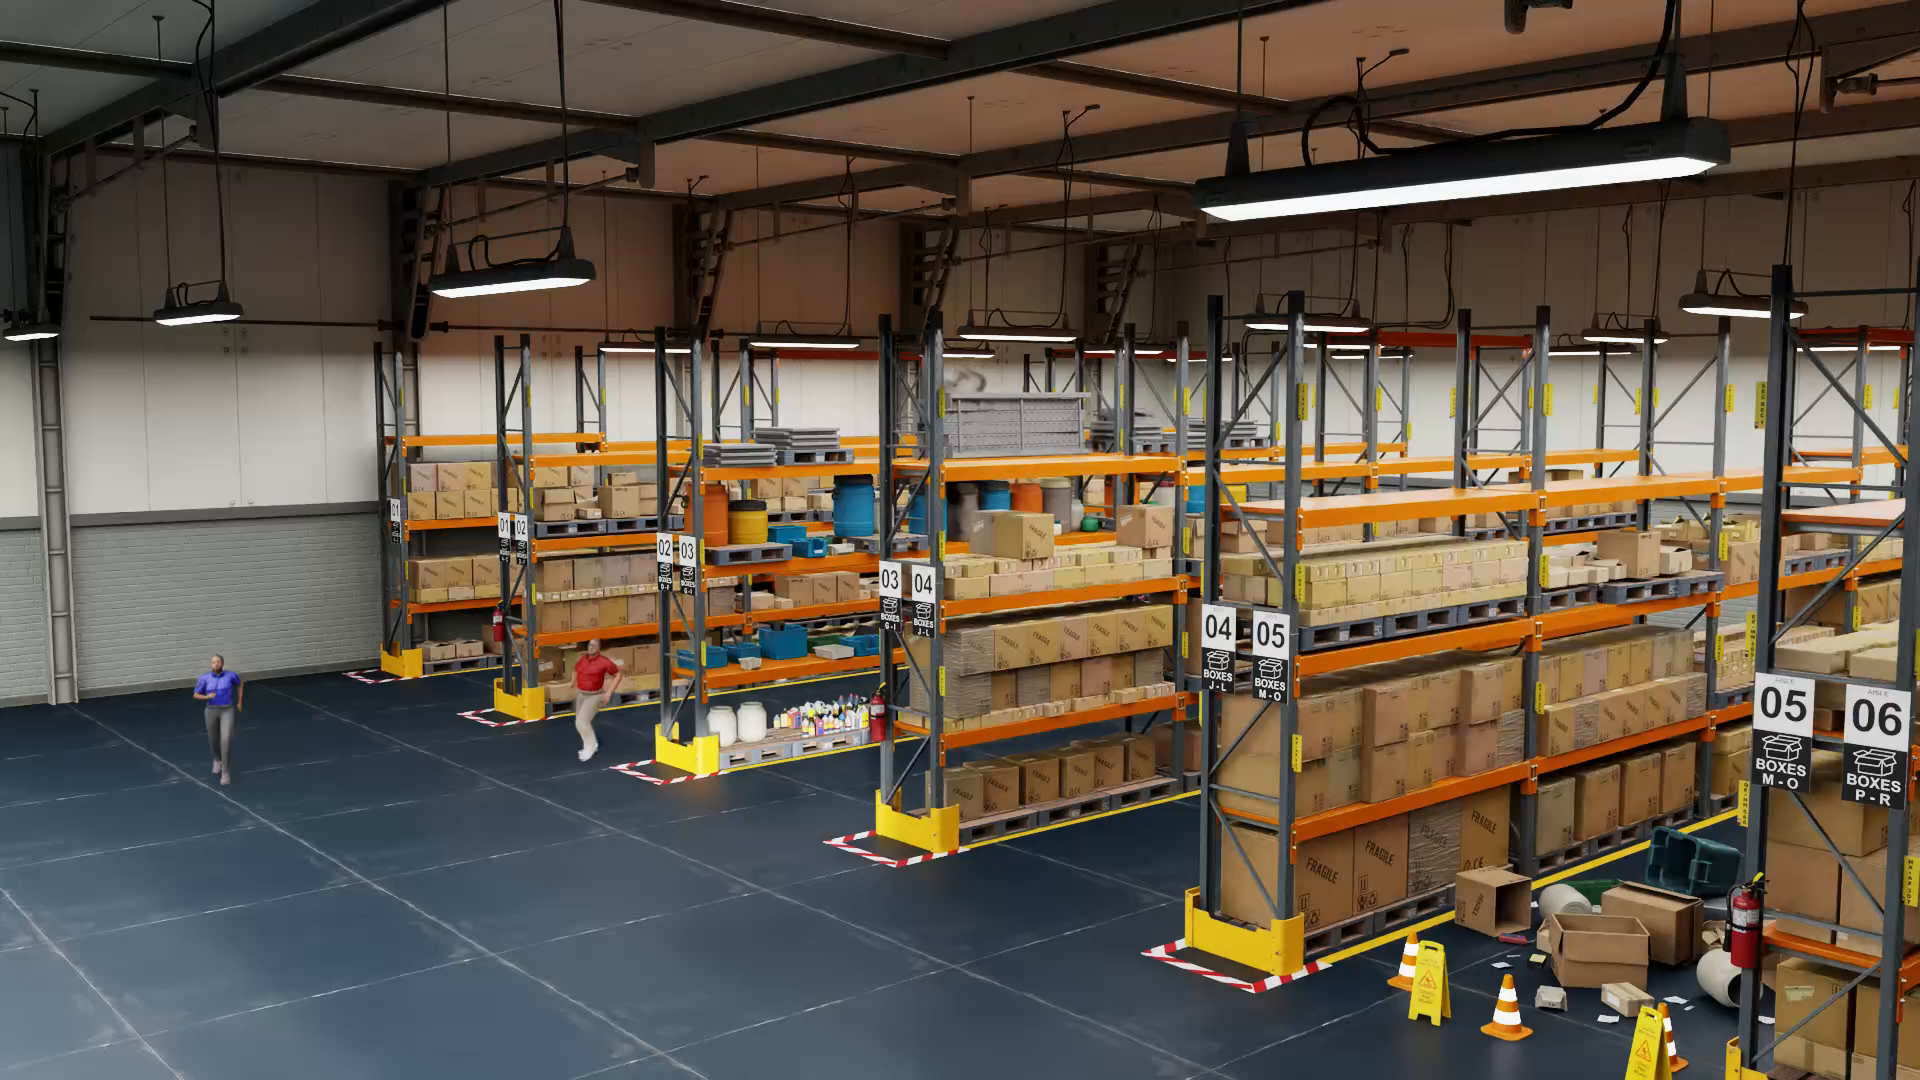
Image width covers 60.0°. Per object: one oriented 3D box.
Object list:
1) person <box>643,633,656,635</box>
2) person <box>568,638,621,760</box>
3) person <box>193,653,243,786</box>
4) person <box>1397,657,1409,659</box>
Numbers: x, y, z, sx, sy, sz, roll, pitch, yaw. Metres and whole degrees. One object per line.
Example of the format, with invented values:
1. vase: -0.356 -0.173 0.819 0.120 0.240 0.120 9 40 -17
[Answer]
1. person: -5.568 1.633 29.746 0.518 1.649 0.569 5 7 43
2. person: -5.134 2.227 23.164 0.733 1.729 0.614 3 6 32
3. person: -9.781 2.325 21.955 0.595 1.685 0.871 -2 6 -21
4. person: 5.712 2.320 21.538 0.723 1.756 0.861 4 7 41
